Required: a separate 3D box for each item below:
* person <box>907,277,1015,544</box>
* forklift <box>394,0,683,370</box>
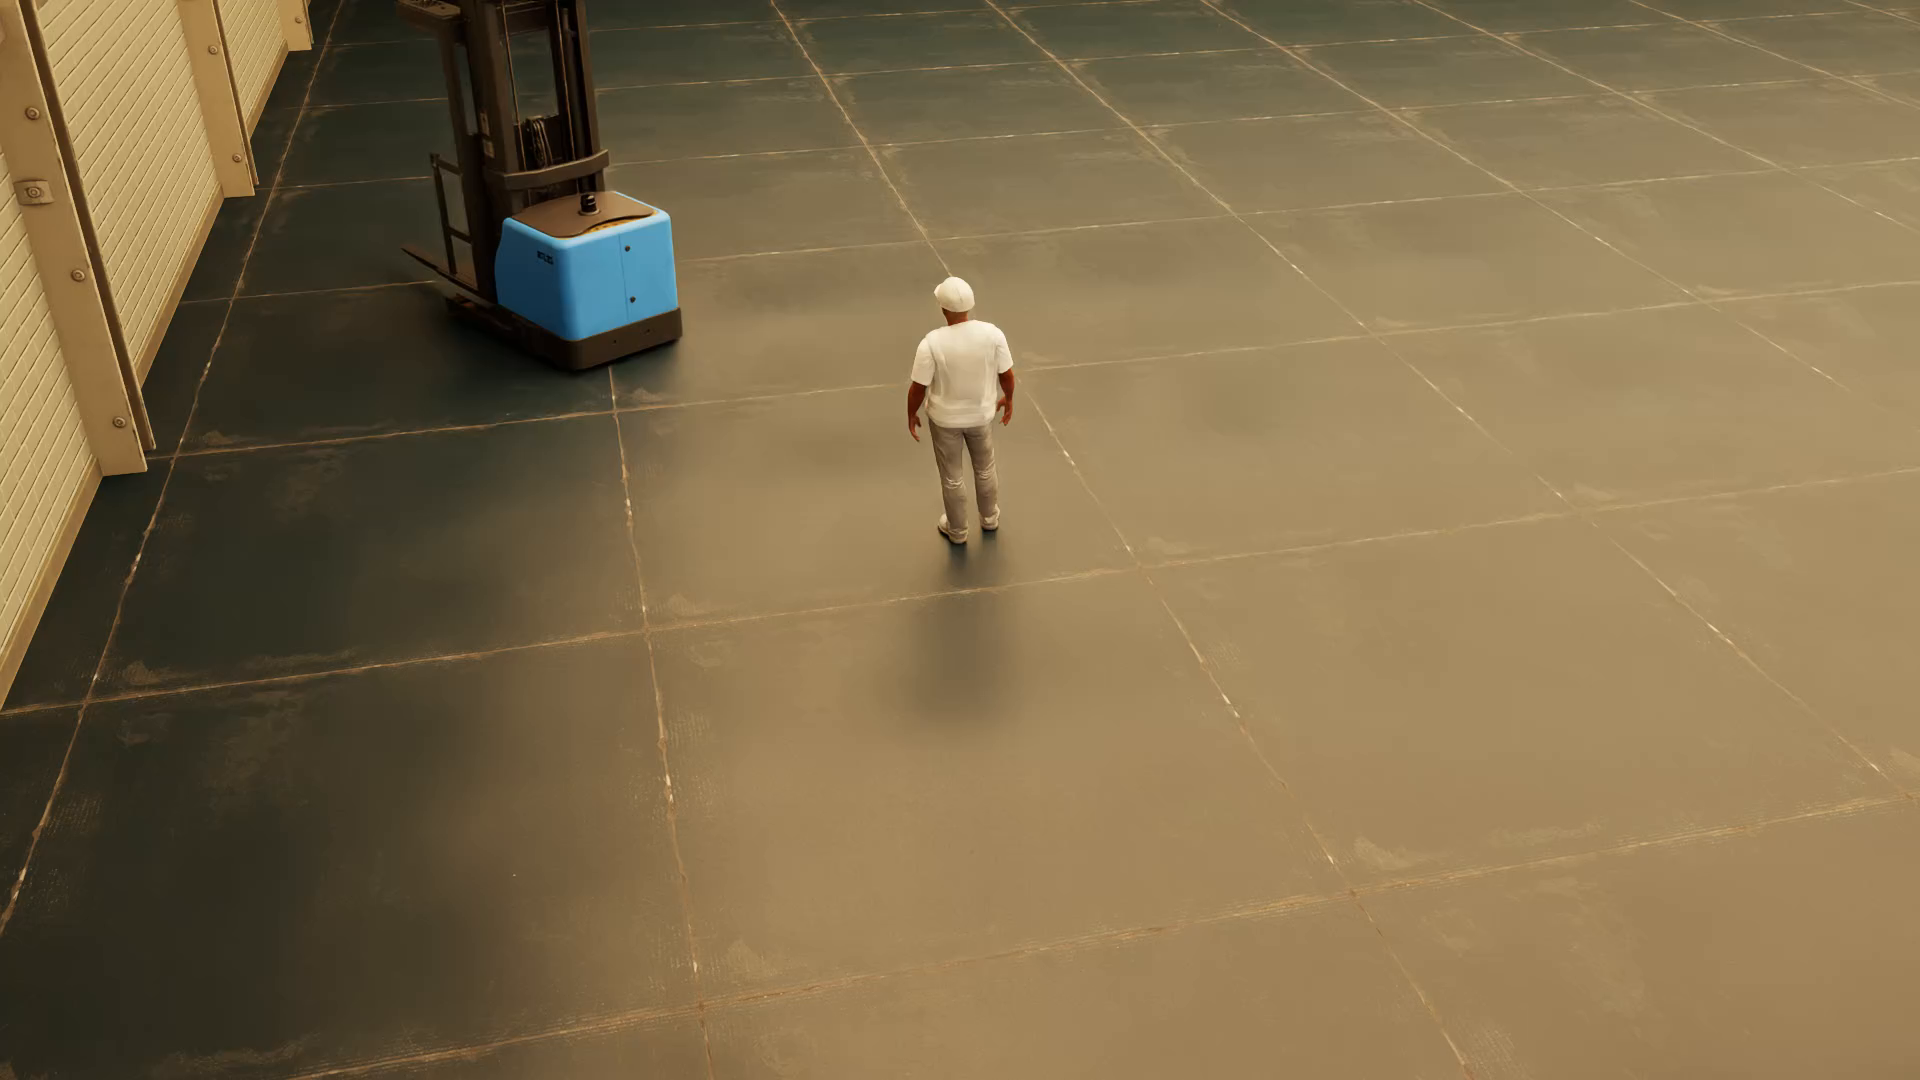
[{"bbox_3d":[-0.011,-0.805,10.114,0.665,1.768,0.575,-7,31,-12],"label":"person"},{"bbox_3d":[-3.578,-3.198,13.099,1.130,2.935,3.031,-26,39,-37],"label":"forklift"}]
